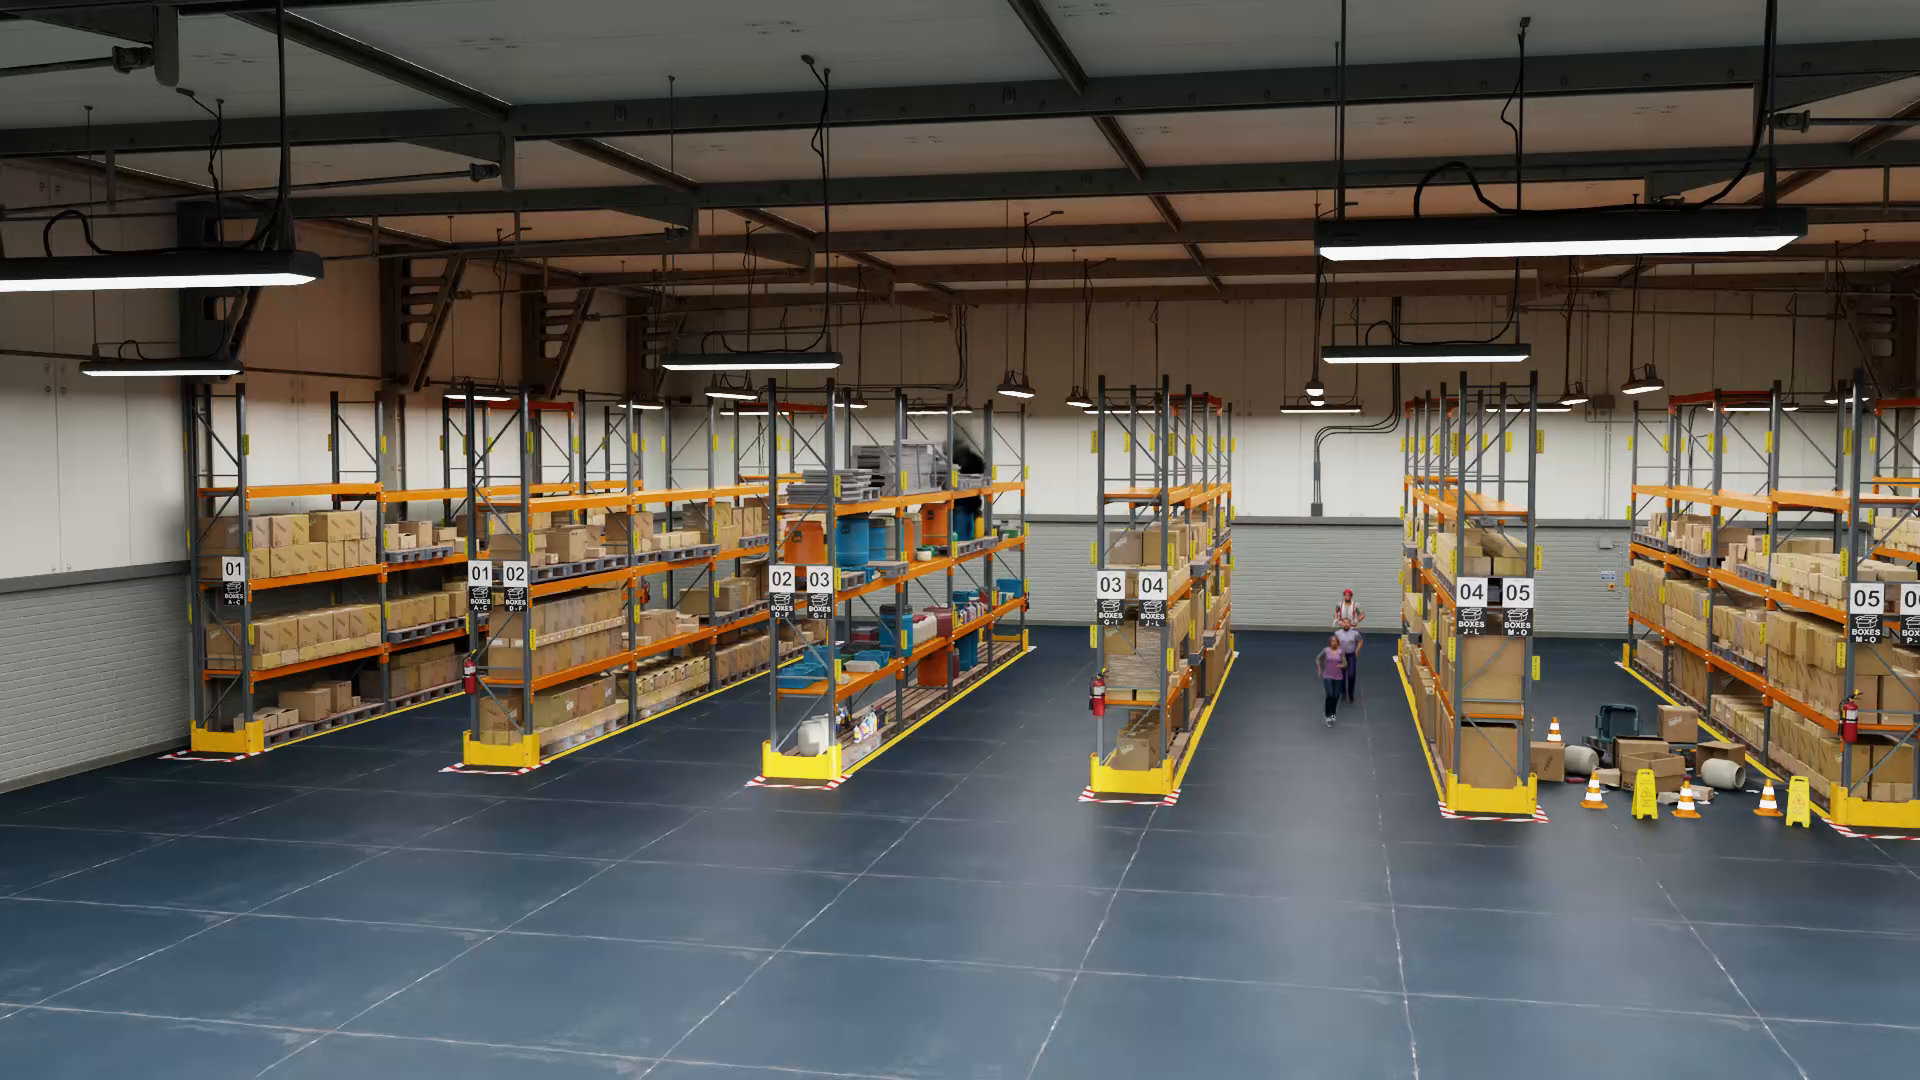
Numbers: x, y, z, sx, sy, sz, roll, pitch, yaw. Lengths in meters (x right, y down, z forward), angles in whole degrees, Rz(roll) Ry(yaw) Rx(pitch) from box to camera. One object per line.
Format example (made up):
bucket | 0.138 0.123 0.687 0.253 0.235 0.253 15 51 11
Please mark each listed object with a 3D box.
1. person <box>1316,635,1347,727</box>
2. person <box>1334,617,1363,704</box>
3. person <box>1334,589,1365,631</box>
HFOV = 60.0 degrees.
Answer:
person | 6.643 2.506 29.673 0.503 1.627 0.691 0 3 0
person | 7.506 2.348 32.295 0.583 1.681 0.660 1 3 16
person | 8.608 1.991 36.840 0.652 1.819 0.888 1 3 18
